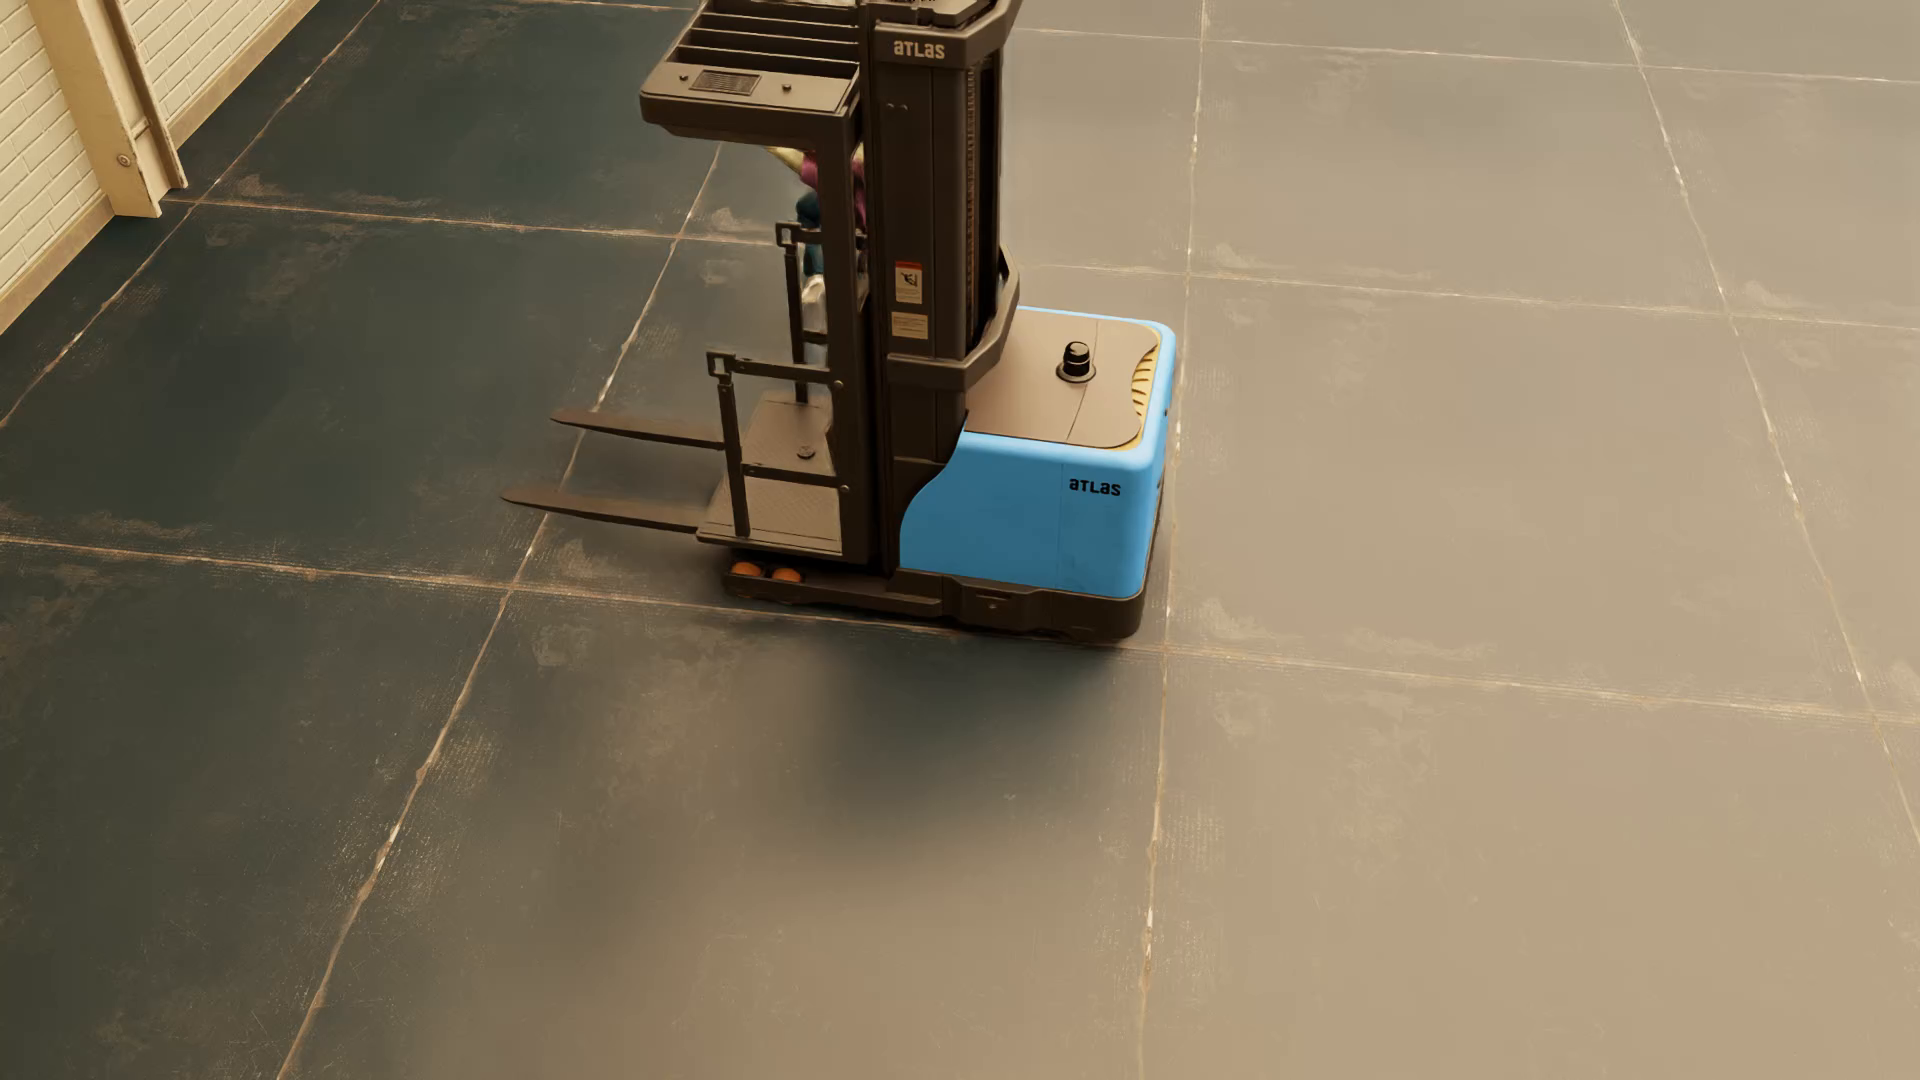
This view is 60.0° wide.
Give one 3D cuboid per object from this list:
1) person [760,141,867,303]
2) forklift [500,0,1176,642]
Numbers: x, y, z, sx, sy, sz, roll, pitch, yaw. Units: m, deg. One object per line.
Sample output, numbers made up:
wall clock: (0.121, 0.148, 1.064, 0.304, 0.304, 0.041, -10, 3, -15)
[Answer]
person: (-0.760, -1.841, 8.767, 0.873, 1.502, 0.692, 5, 43, 6)
forklift: (-0.604, -1.131, 6.955, 3.031, 2.935, 1.130, 8, 43, 9)
